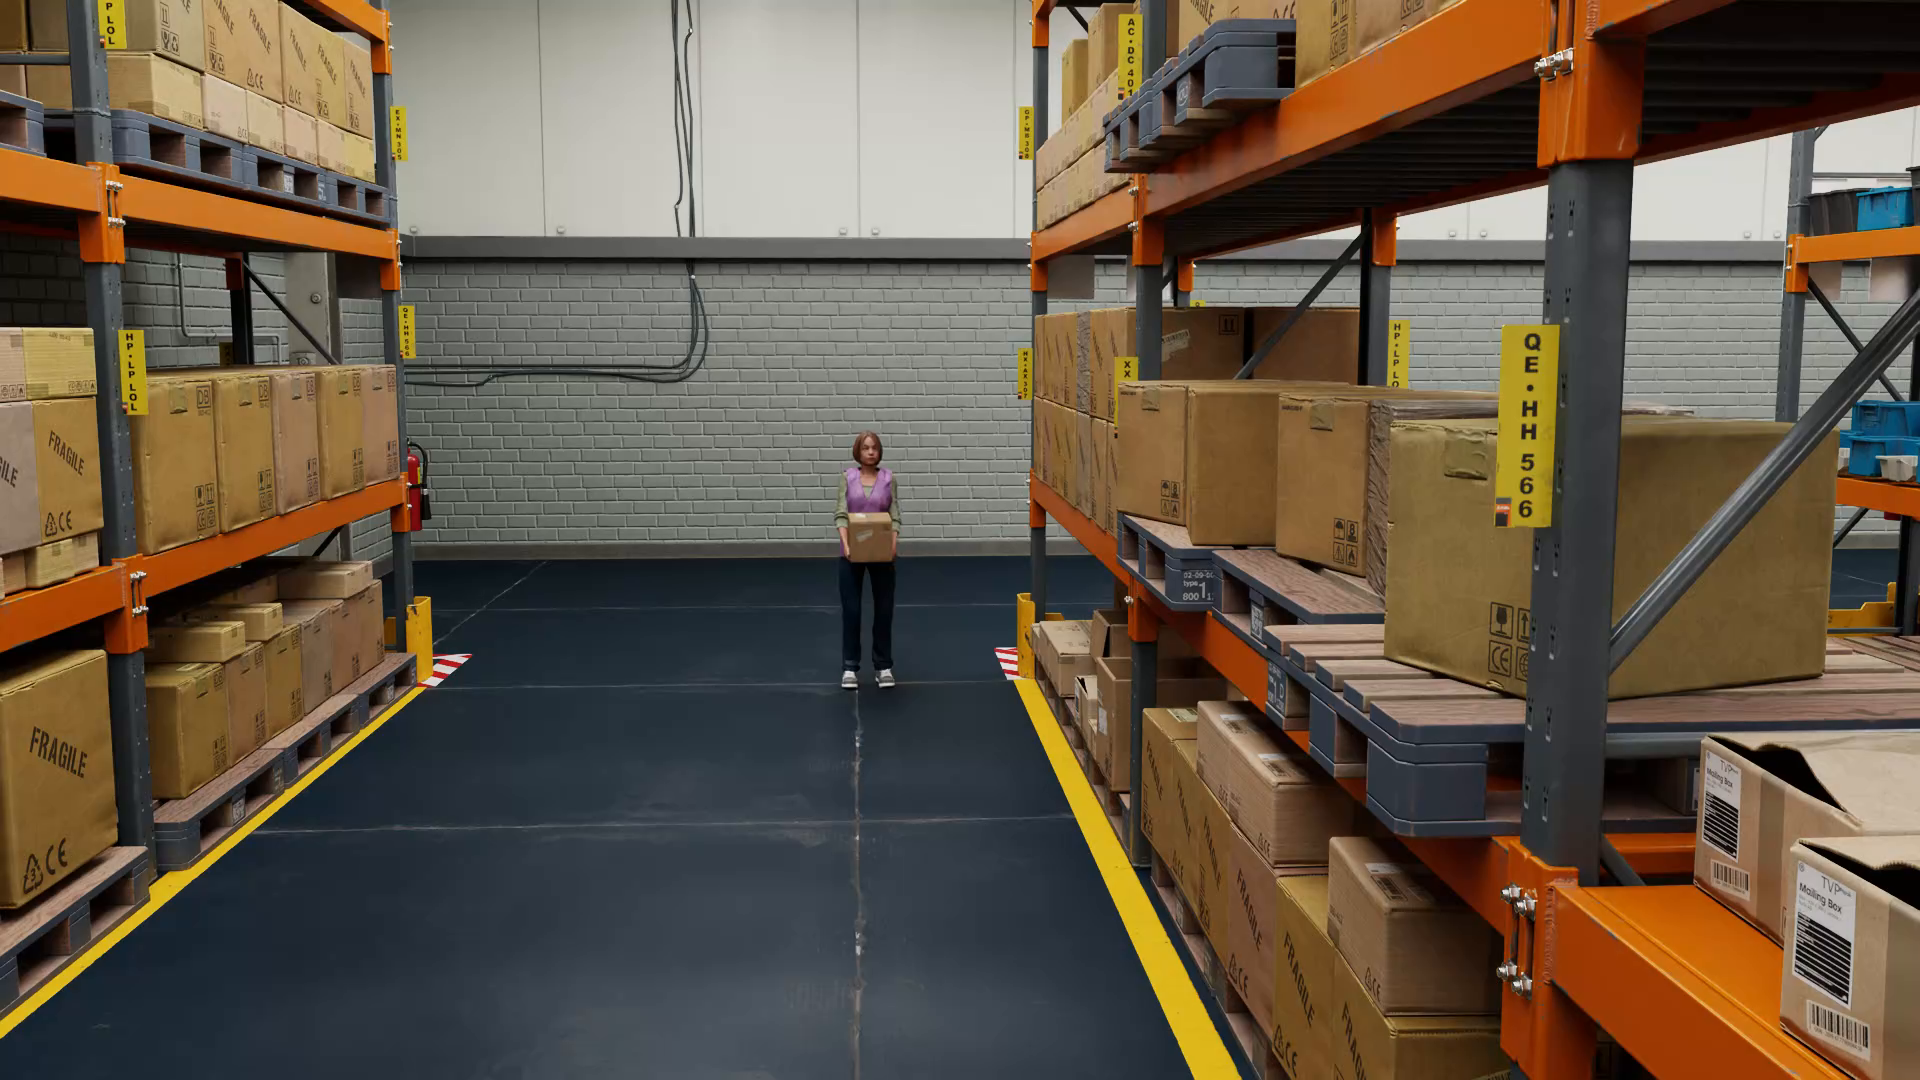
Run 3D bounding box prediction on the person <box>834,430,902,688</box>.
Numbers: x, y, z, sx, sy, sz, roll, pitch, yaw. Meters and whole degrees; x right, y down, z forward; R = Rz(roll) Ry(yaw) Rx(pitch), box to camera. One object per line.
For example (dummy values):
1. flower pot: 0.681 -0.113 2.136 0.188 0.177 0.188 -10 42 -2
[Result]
1. person: -0.563 0.131 10.268 0.419 1.586 0.482 -1 7 -8
